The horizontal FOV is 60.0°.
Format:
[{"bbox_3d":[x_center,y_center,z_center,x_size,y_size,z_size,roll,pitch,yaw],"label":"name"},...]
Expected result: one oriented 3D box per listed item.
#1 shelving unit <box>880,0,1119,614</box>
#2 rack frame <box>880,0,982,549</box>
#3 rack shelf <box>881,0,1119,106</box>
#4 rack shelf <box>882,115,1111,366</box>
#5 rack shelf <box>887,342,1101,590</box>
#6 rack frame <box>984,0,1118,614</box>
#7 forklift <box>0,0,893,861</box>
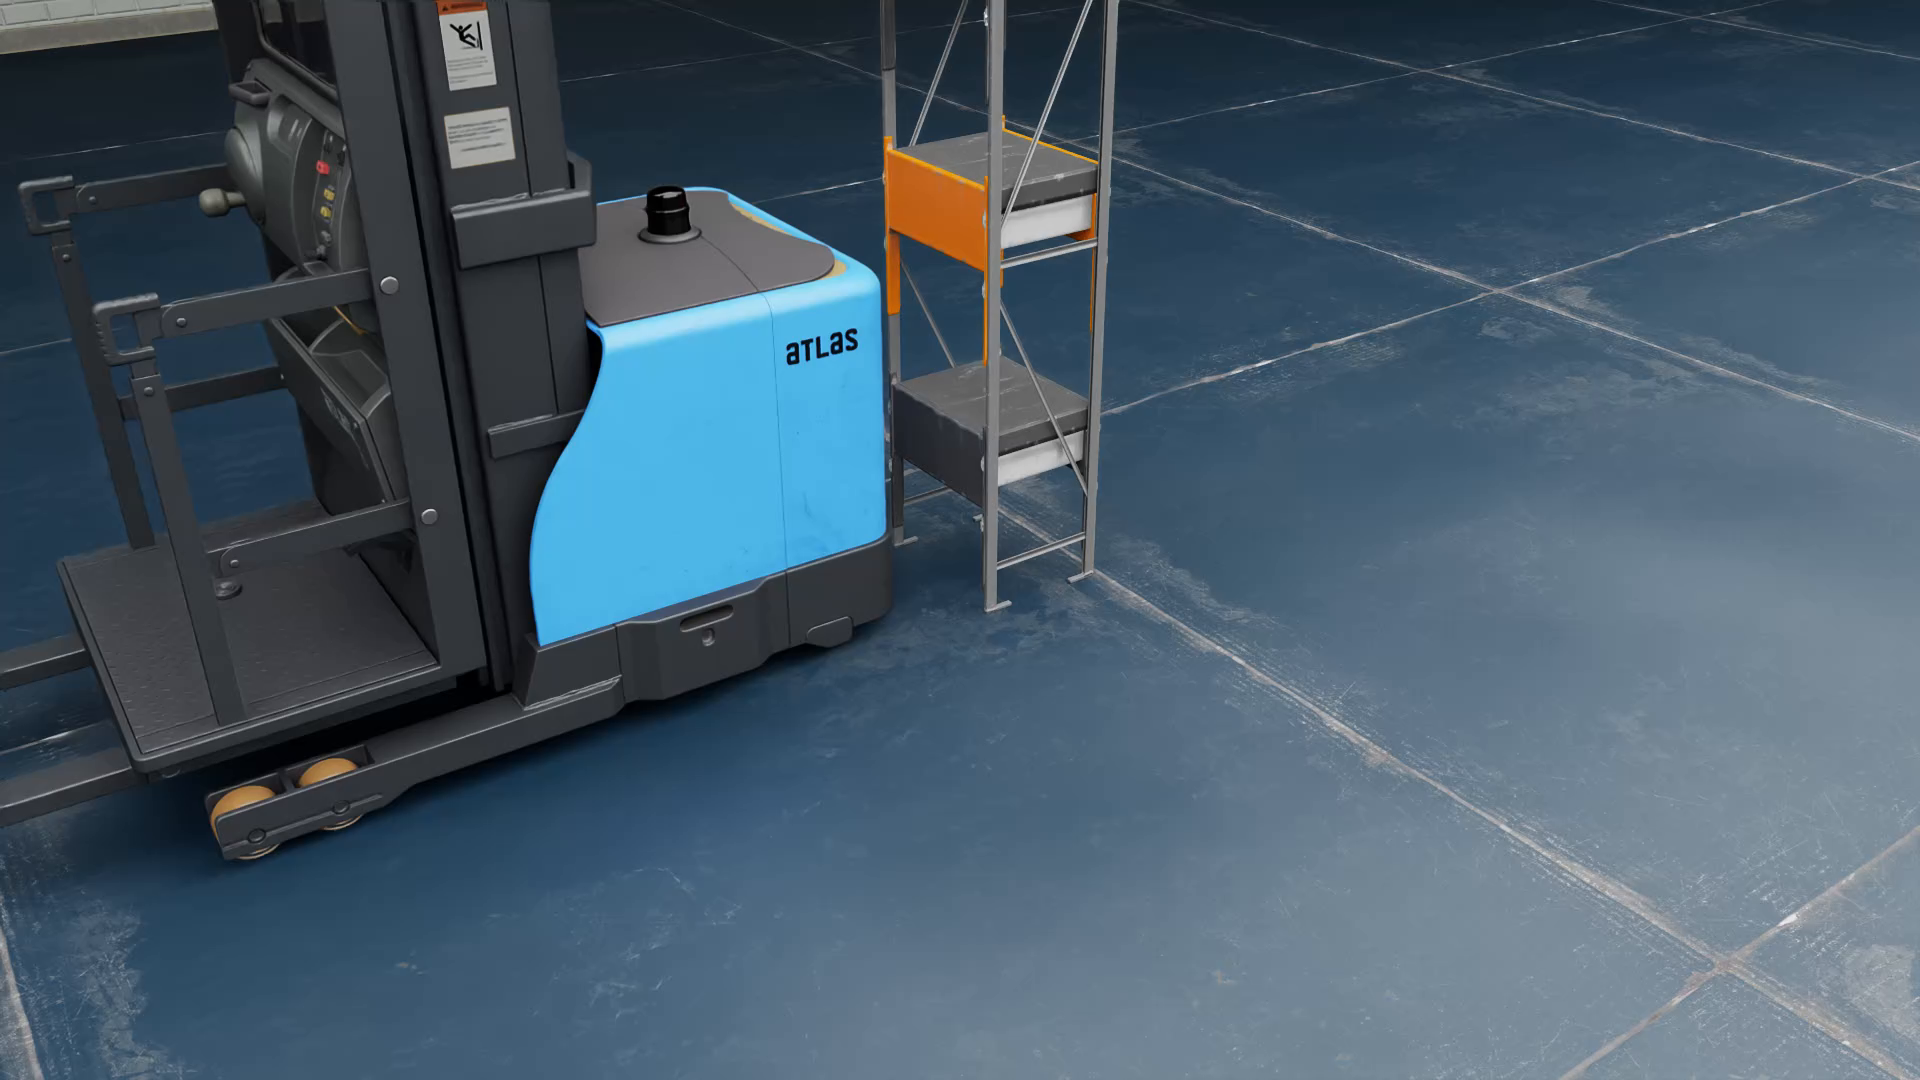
[{"bbox_3d":[0.096,-0.858,4.630,0.431,2.100,0.503,-19,34,-31],"label":"shelving unit"},{"bbox_3d":[-0.046,-0.953,4.805,0.400,2.100,0.015,-19,34,-31],"label":"rack frame"},{"bbox_3d":[0.096,-1.461,4.303,0.431,0.518,0.480,-19,34,-31],"label":"rack shelf"},{"bbox_3d":[0.096,-0.846,4.637,0.431,0.518,0.480,-19,34,-31],"label":"rack shelf"},{"bbox_3d":[0.096,-0.231,4.971,0.431,0.518,0.480,-19,34,-31],"label":"rack shelf"},{"bbox_3d":[0.238,-0.763,4.456,0.400,2.100,0.015,-19,34,-31],"label":"rack frame"},{"bbox_3d":[-1.699,-0.832,3.711,3.031,2.935,1.130,-18,33,-29],"label":"forklift"}]
